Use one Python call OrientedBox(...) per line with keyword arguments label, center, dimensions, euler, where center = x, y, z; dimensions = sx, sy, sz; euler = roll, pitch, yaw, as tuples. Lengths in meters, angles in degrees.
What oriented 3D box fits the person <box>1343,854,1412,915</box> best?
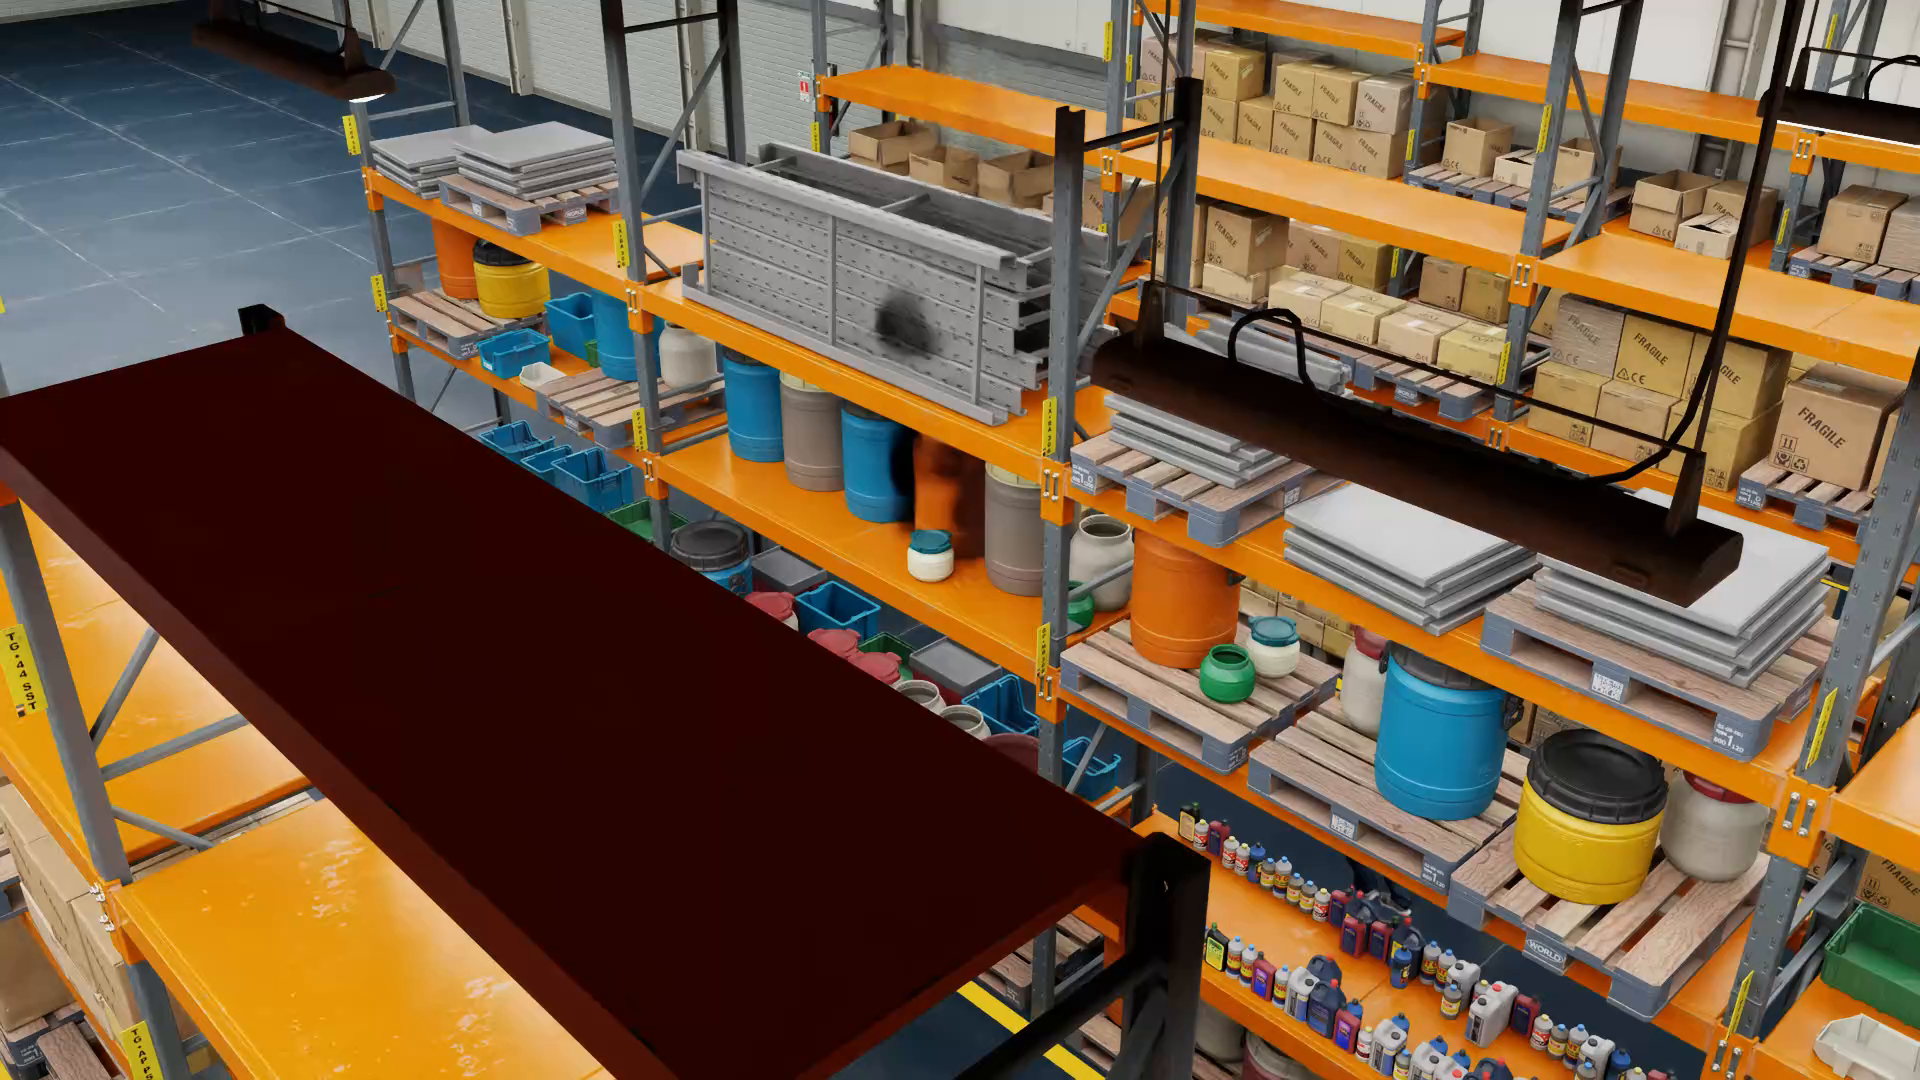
OrientedBox(label="person", center=(2.852, 1.889, 11.274), dimensions=(0.546, 1.605, 0.631), euler=(-22, 35, -35))
